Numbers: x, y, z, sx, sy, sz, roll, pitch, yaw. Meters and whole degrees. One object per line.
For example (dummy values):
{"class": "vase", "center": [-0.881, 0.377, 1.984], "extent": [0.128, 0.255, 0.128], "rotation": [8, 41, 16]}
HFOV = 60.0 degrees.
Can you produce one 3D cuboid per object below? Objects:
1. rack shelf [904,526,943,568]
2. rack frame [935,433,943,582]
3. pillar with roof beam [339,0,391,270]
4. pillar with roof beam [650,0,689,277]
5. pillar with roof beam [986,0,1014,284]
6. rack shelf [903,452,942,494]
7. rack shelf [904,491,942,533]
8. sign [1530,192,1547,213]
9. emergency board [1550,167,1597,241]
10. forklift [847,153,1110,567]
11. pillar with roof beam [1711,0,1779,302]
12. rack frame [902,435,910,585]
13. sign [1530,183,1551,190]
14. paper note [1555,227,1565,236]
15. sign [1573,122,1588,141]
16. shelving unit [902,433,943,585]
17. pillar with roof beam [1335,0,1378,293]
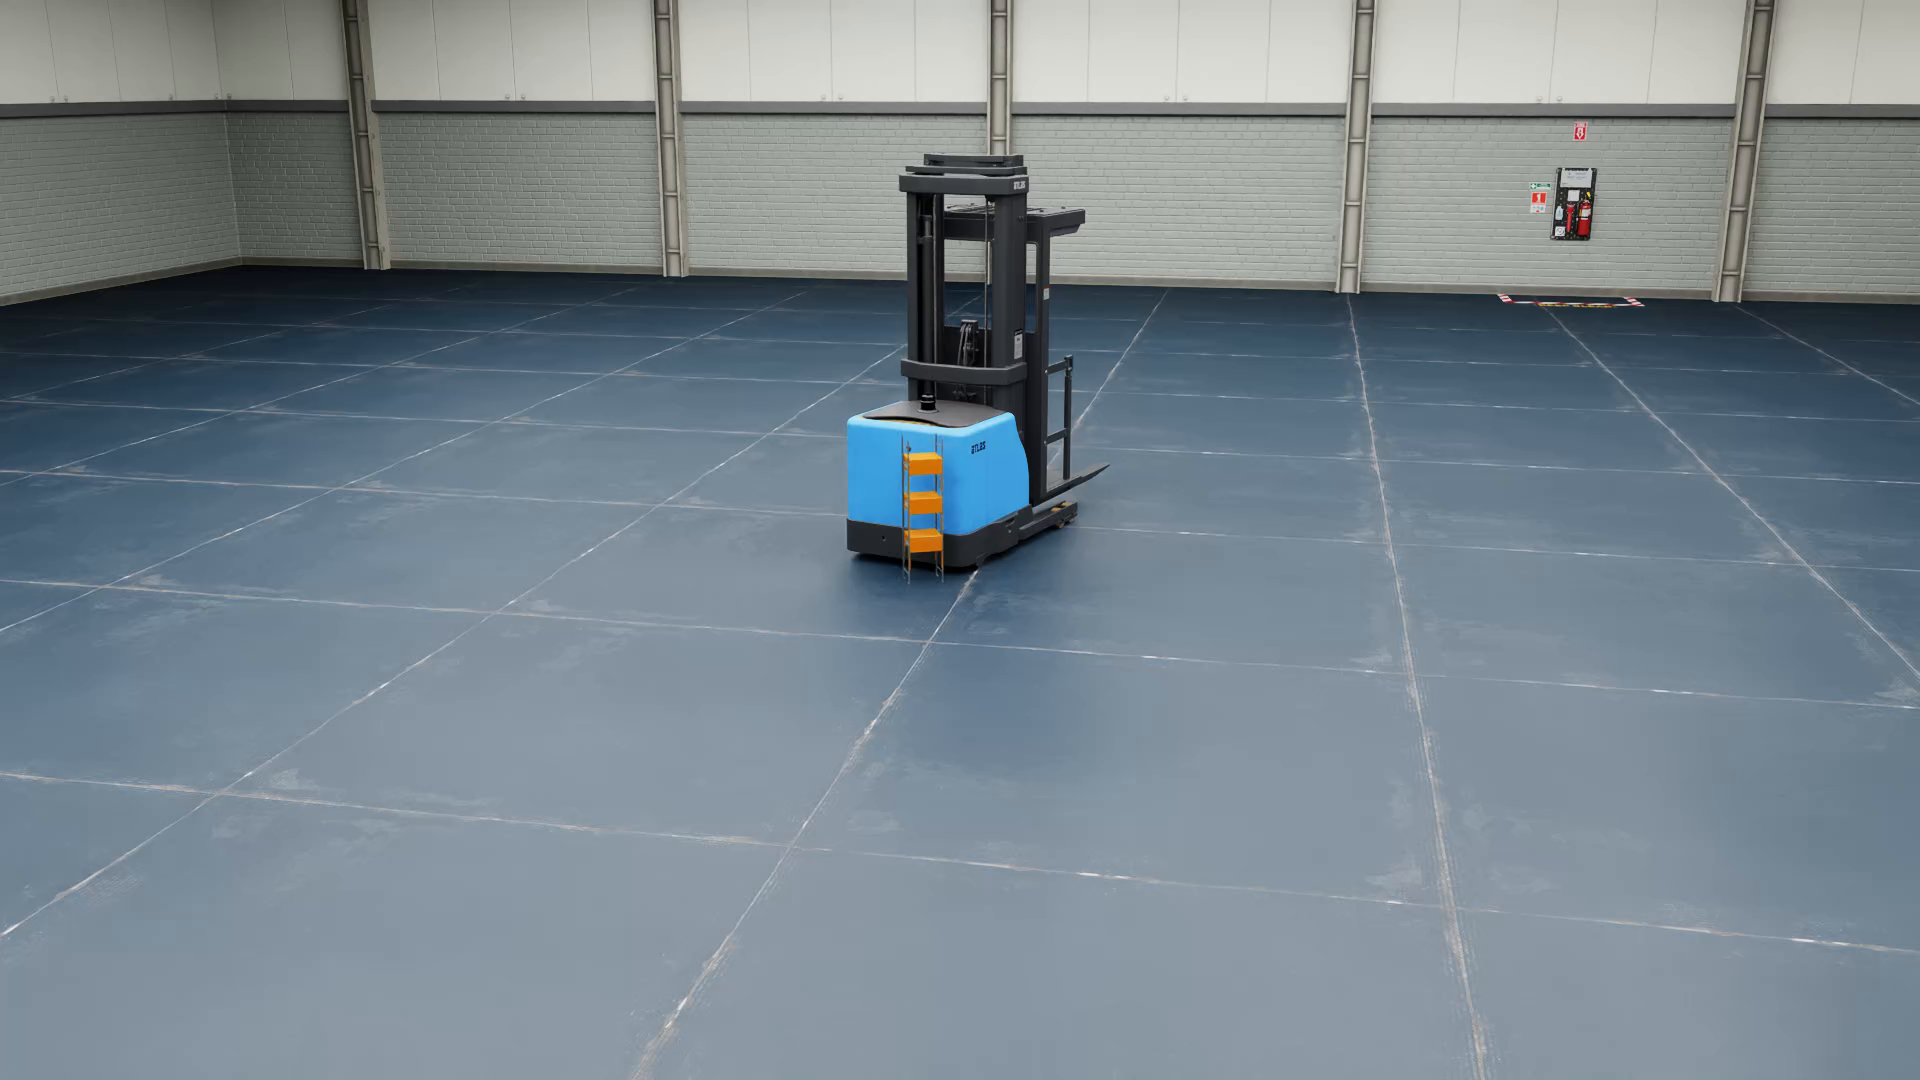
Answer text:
{"class": "rack shelf", "center": [-0.266, 0.058, 11.898], "extent": [0.240, 0.259, 0.215], "rotation": [-4, 16, -14]}
{"class": "rack frame", "center": [-0.148, -0.229, 11.850], "extent": [0.008, 1.050, 0.200], "rotation": [-4, 16, -14]}
{"class": "pillar with roof beam", "center": [-11.932, -8.374, 26.365], "extent": [0.400, 9.000, 9.100], "rotation": [3, 16, 11]}
{"class": "pillar with roof beam", "center": [-6.053, -8.055, 25.213], "extent": [0.400, 9.000, 9.100], "rotation": [3, 16, 11]}
{"class": "pillar with roof beam", "center": [-0.173, -7.735, 24.060], "extent": [0.400, 9.000, 9.100], "rotation": [3, 16, 11]}
{"class": "rack shelf", "center": [-0.266, -0.484, 11.748], "extent": [0.240, 0.259, 0.215], "rotation": [-4, 16, -14]}
{"class": "rack shelf", "center": [-0.266, -0.210, 11.824], "extent": [0.240, 0.259, 0.215], "rotation": [-4, 16, -14]}
{"class": "sign", "center": [9.509, -5.547, 27.332], "extent": [0.234, 0.329, 0.001], "rotation": [3, 16, 11]}
{"class": "emergency board", "center": [10.030, -5.474, 27.133], "extent": [0.643, 1.169, 0.194], "rotation": [3, 16, 11]}
{"class": "forklift", "center": [0.299, -1.559, 13.129], "extent": [1.130, 2.935, 3.031], "rotation": [8, 18, 28]}
{"class": "pillar with roof beam", "center": [11.586, -7.097, 21.756], "extent": [0.400, 9.000, 9.100], "rotation": [3, 16, 11]}
{"class": "rack frame", "center": [-0.384, -0.212, 11.792], "extent": [0.008, 1.050, 0.200], "rotation": [-4, 16, -14]}
{"class": "sign", "center": [9.512, -5.800, 27.252], "extent": [0.331, 0.109, 0.001], "rotation": [3, 16, 11]}
{"class": "paper note", "center": [9.871, -5.077, 27.350], "extent": [0.142, 0.148, 0.016], "rotation": [3, 16, 11]}
{"class": "sign", "center": [10.042, -6.617, 26.919], "extent": [0.199, 0.298, 0.001], "rotation": [3, 16, 11]}
{"class": "shelving unit", "center": [-0.266, -0.220, 11.821], "extent": [0.252, 1.050, 0.215], "rotation": [-4, 16, -14]}
{"class": "pillar with roof beam", "center": [5.707, -7.416, 22.908], "extent": [0.400, 9.000, 9.100], "rotation": [3, 16, 11]}
